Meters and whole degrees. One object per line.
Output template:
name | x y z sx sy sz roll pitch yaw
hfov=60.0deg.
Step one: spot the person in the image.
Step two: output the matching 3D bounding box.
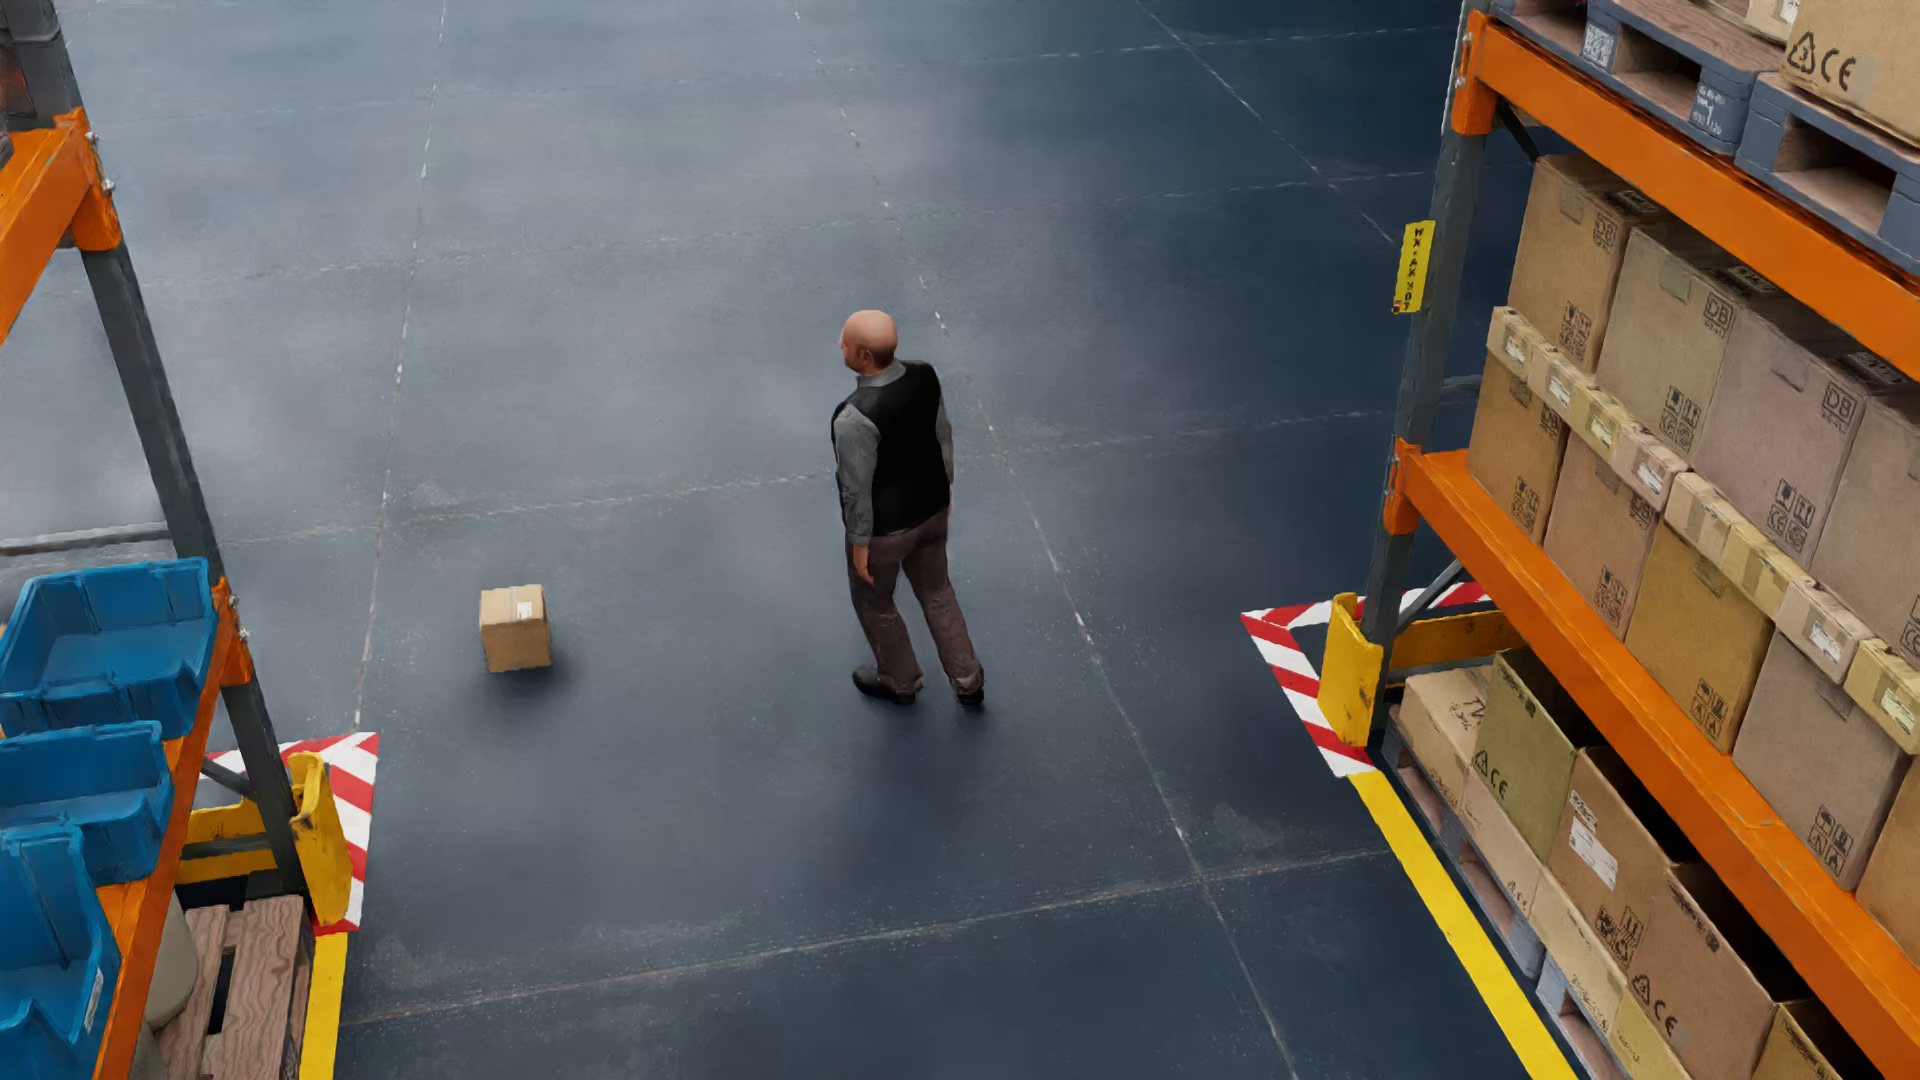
person | -0.192 -0.065 6.263 0.545 1.709 0.579 28 43 34
